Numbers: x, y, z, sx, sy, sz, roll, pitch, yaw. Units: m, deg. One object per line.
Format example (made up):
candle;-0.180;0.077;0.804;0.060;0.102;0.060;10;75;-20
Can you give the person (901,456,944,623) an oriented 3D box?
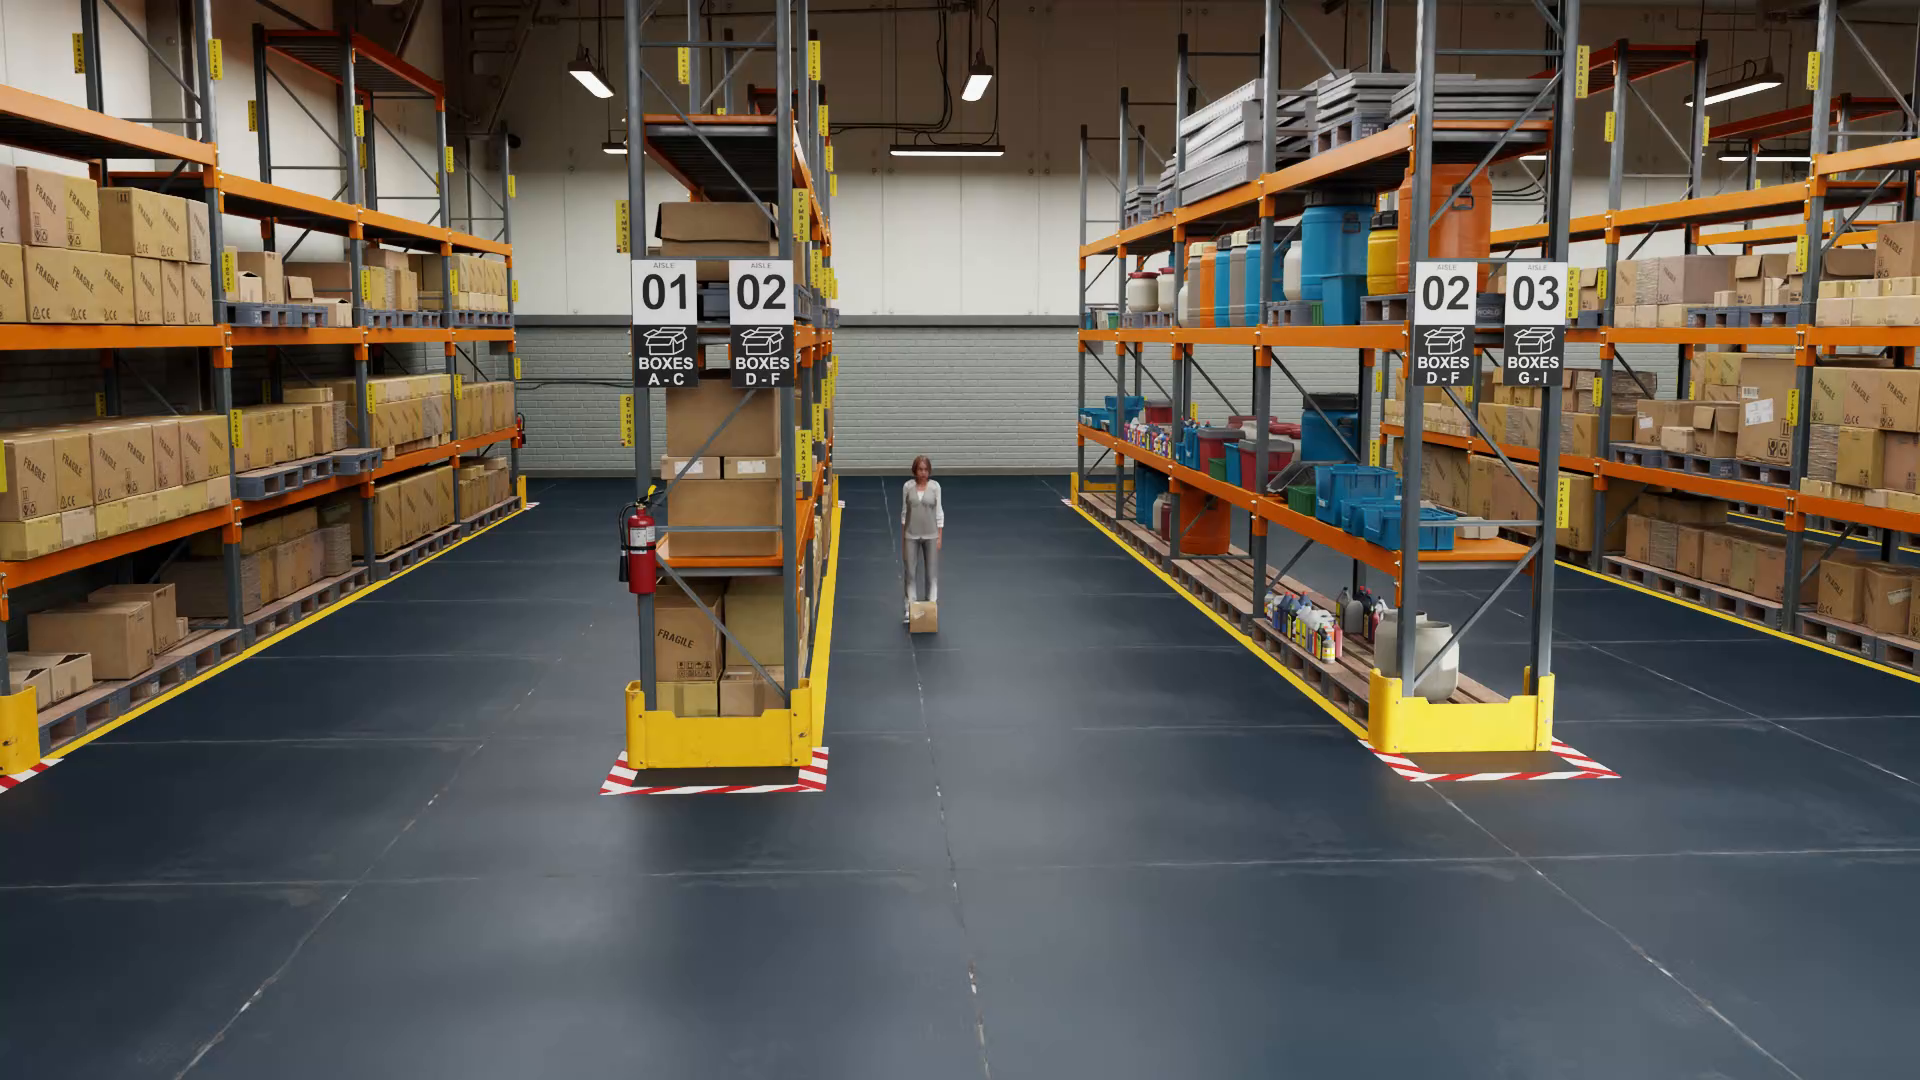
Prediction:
person;-0.356;-0.007;15.870;0.405;1.595;0.304;0;7;-1
